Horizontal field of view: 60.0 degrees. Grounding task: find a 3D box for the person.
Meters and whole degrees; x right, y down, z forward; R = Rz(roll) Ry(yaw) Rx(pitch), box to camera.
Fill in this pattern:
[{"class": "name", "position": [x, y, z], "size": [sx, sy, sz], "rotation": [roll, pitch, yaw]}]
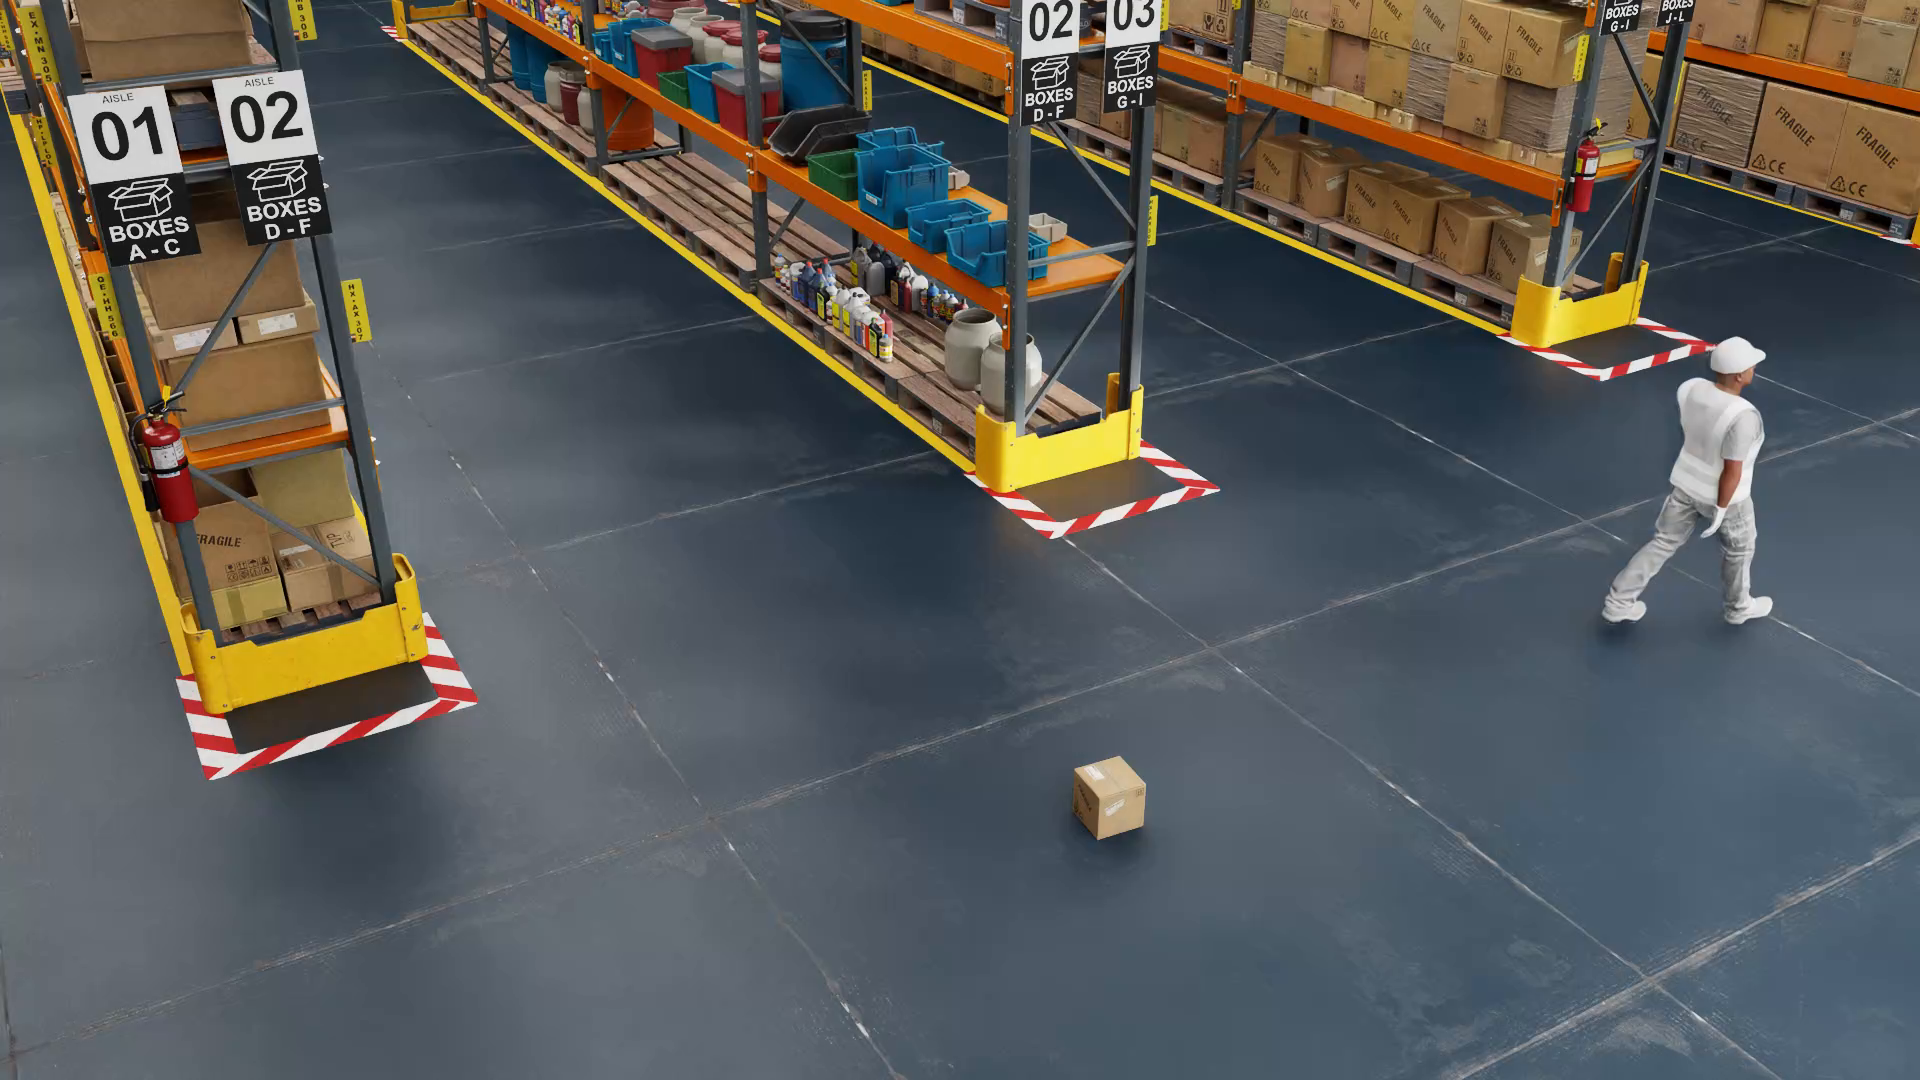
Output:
[{"class": "person", "position": [4.138, -0.305, 9.105], "size": [1.028, 1.743, 0.549], "rotation": [-11, 31, -19]}]
